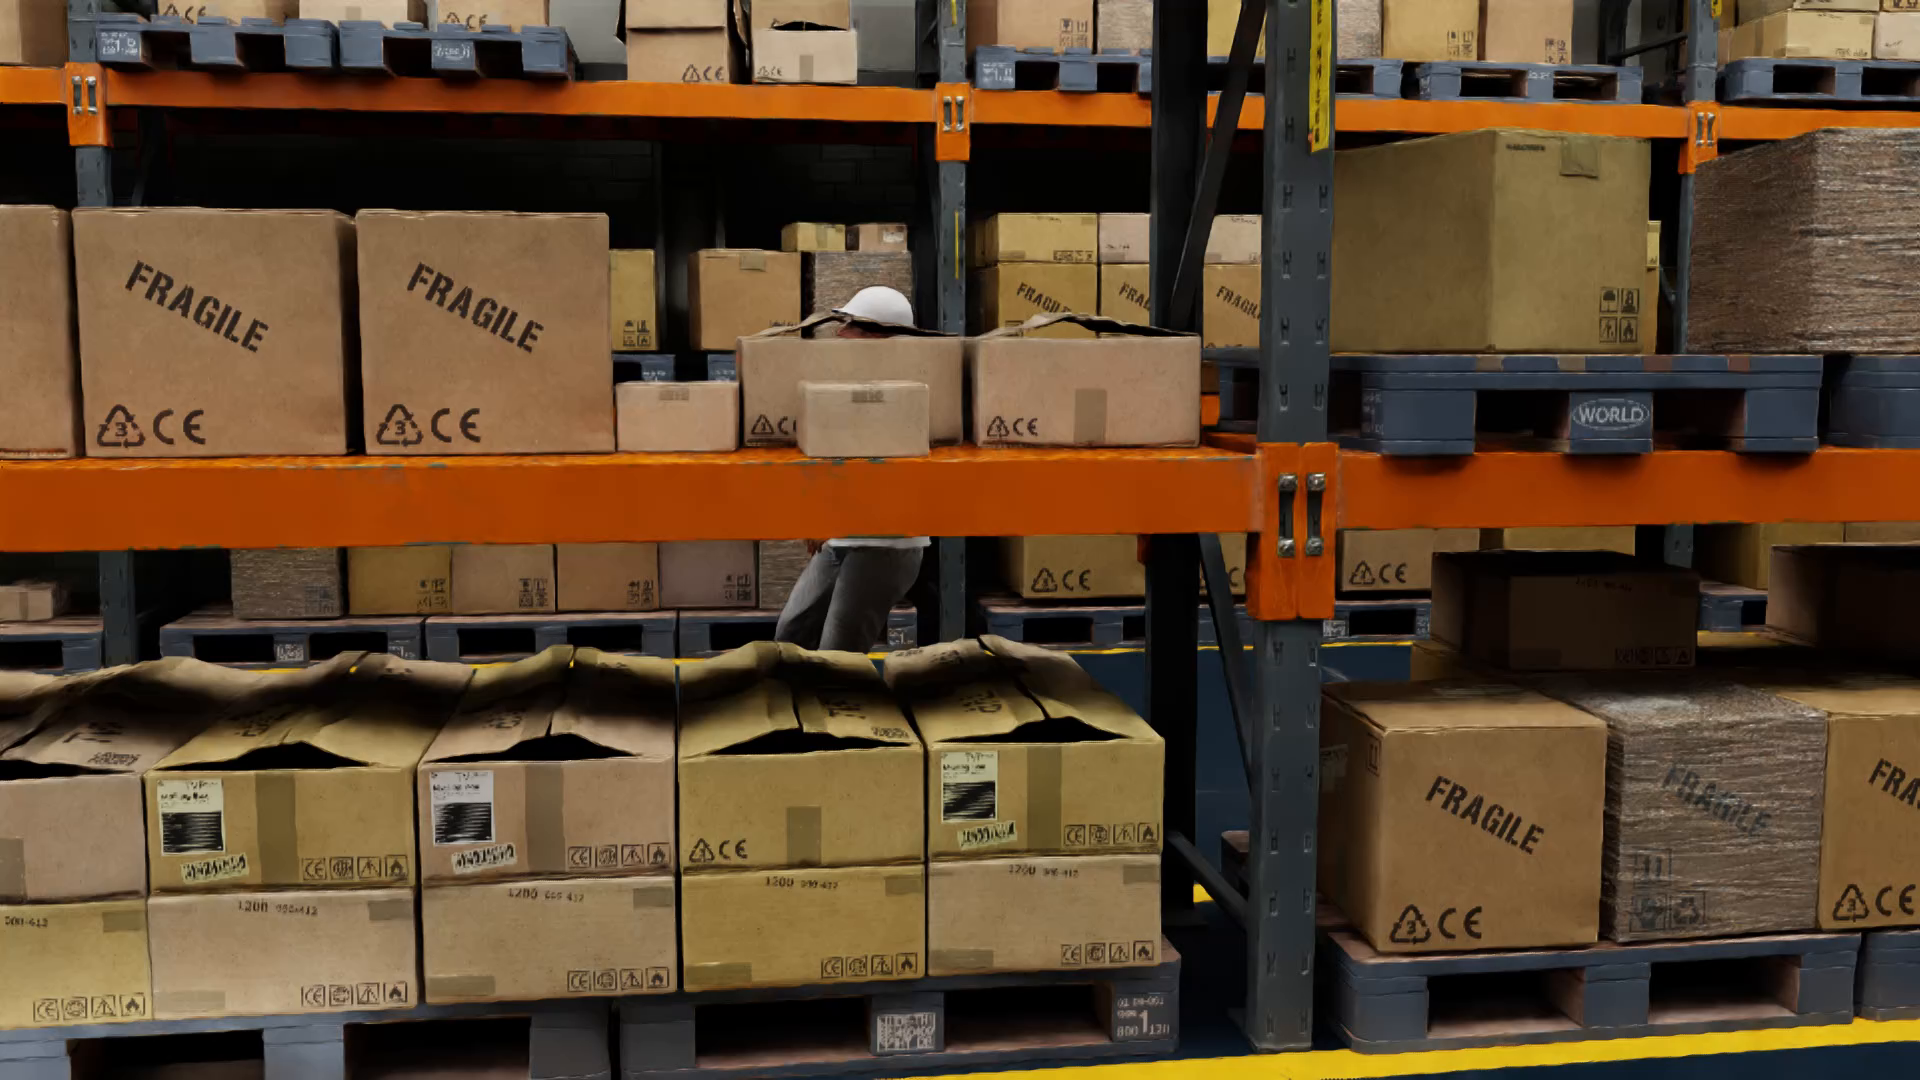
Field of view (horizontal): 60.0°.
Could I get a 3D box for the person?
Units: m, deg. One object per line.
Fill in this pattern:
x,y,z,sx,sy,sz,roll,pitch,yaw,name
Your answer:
-0.354,0.011,5.668,0.507,1.744,0.702,-2,7,-20,person
